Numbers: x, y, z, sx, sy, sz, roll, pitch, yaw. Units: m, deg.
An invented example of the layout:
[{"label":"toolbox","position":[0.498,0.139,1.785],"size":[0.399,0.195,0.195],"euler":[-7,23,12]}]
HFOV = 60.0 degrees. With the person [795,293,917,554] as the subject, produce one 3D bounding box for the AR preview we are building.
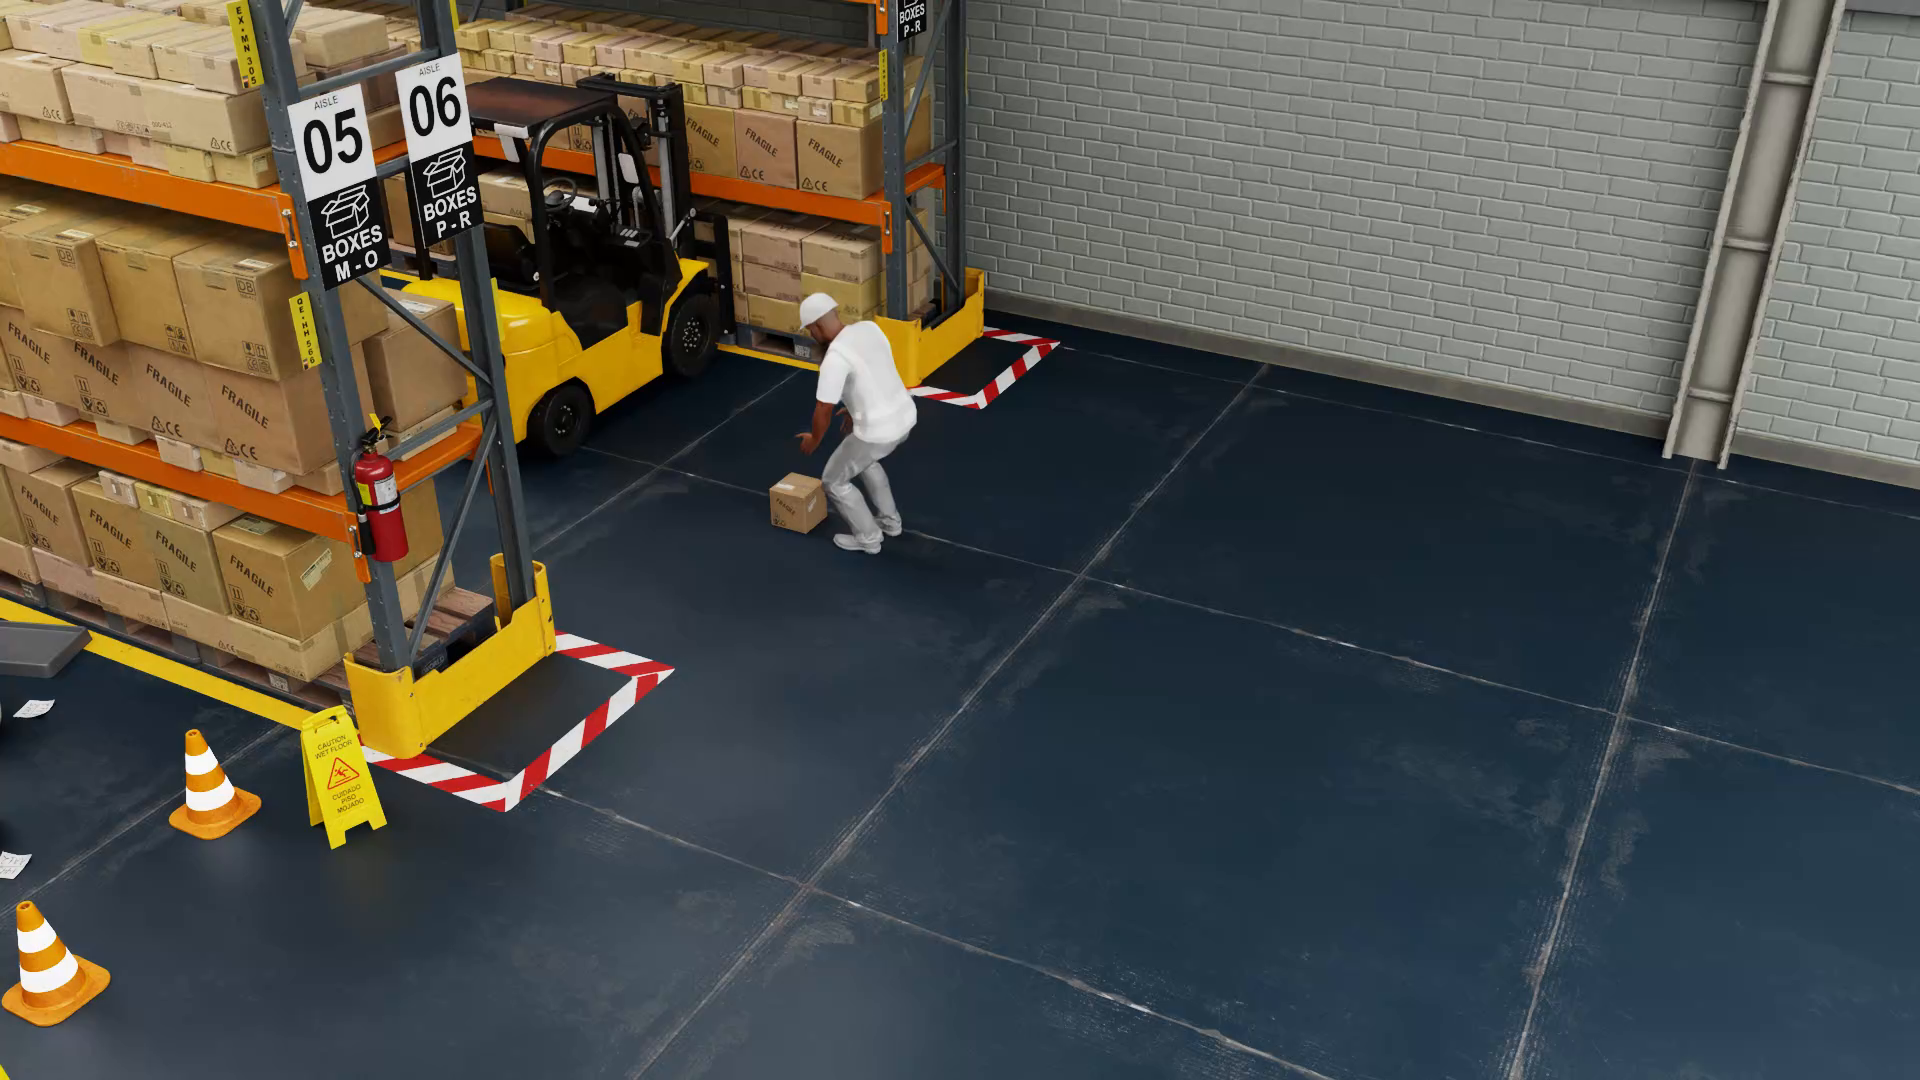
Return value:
[{"label":"person","position":[-0.609,-0.671,9.664],"size":[0.666,1.541,0.622],"euler":[15,33,24]}]
